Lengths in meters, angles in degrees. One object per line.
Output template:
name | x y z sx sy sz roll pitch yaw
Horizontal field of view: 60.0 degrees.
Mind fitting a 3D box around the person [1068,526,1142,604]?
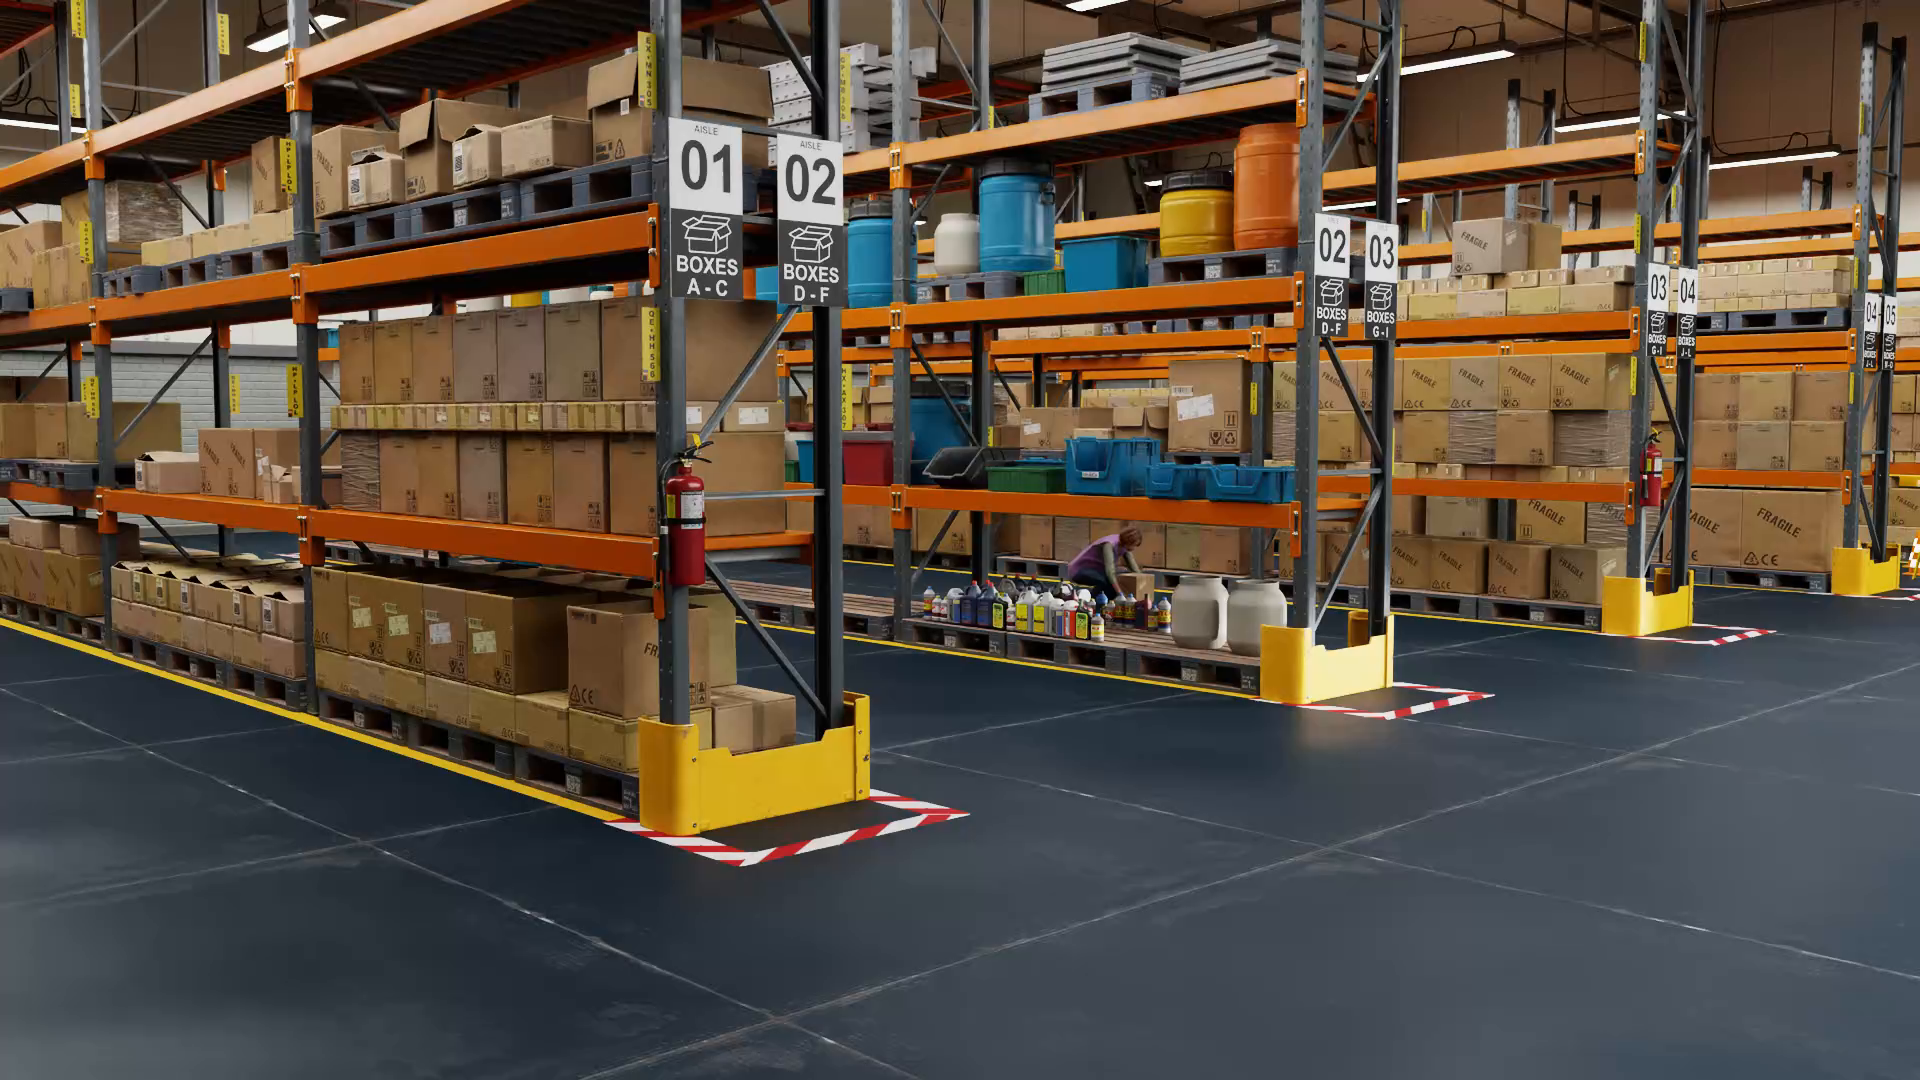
person | 1.378 0.303 15.492 0.438 0.894 0.811 -4 6 -44
